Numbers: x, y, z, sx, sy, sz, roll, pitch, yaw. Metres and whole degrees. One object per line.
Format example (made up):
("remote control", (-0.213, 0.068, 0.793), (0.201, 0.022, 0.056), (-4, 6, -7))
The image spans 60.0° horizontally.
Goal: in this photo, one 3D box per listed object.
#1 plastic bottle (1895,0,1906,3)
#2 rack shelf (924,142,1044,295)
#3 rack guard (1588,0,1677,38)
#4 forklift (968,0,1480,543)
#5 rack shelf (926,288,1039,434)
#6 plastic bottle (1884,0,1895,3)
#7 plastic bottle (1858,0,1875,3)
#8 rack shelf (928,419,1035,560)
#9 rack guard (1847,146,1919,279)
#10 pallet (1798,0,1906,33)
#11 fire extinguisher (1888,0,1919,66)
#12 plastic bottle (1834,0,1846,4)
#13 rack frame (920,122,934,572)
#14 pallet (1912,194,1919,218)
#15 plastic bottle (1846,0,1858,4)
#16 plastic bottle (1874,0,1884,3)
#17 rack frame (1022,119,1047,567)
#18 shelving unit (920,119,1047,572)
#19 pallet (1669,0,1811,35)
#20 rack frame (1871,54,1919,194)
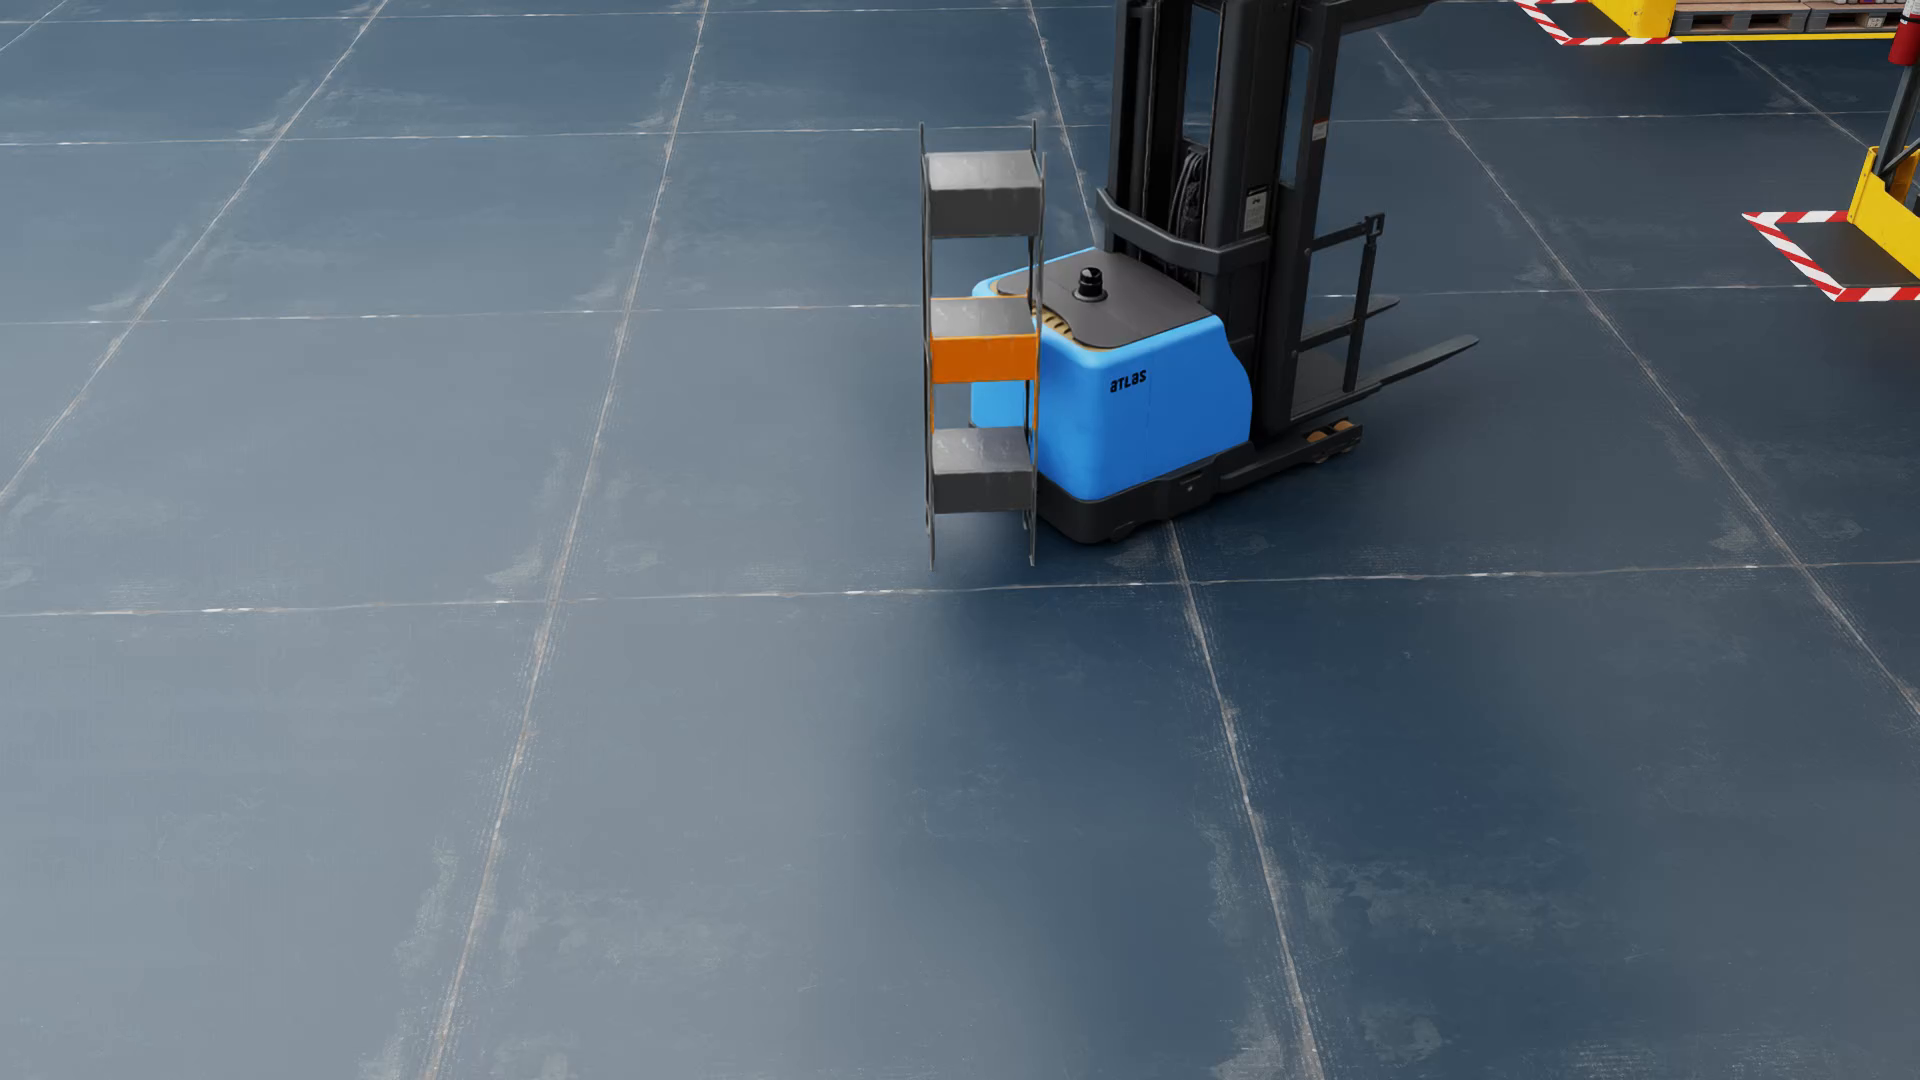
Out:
("plastic bottle", (8.352, -4.871, 14.725), (0.097, 0.201, 0.097), (0, 35, 0))
("rack shelf", (0.094, -1.398, 7.218), (0.480, 0.518, 0.431), (-3, 35, -4))
("rack guard", (6.059, -4.955, 14.971), (0.348, 0.500, 1.175), (-2, 35, -2))
("forklift", (1.546, -1.839, 8.332), (3.031, 2.935, 1.130), (-21, 40, -28))
("rack shelf", (0.094, -0.822, 7.617), (0.480, 0.518, 0.431), (-3, 35, -4))
("plastic bottle", (8.253, -4.897, 14.701), (0.097, 0.271, 0.097), (0, 35, 0))
("plastic bottle", (8.038, -4.886, 14.674), (0.133, 0.283, 0.061), (-1, 35, -1))
("rack shelf", (0.094, -0.246, 8.015), (0.480, 0.518, 0.431), (-3, 35, -4))
("rack guard", (6.295, -2.113, 10.864), (0.348, 0.500, 1.175), (-2, 35, -2))
("pallet", (8.086, -4.887, 15.126), (1.213, 0.211, 1.003), (-2, 35, -2))
("fire extinguisher", (6.083, -3.366, 10.546), (0.183, 0.674, 0.296), (-2, 35, -2))
("plastic bottle", (7.811, -4.885, 14.684), (0.097, 0.271, 0.097), (0, 35, 0))
("rack frame", (-0.150, -0.822, 7.593), (0.015, 2.100, 0.400), (-3, 35, -4))
("pallet", (7.109, -1.996, 10.949), (1.213, 0.211, 1.003), (-2, 35, -2))
("plastic bottle", (7.914, -4.859, 14.708), (0.097, 0.201, 0.097), (0, 35, 0))
("plastic bottle", (8.153, -4.895, 14.697), (0.097, 0.271, 0.097), (0, 35, 0))
("rack frame", (0.337, -0.844, 7.624), (0.015, 2.100, 0.400), (-3, 35, -4))
("shelving unit", (0.094, -0.833, 7.609), (0.503, 2.100, 0.431), (-3, 35, -4))
("pallet", (6.870, -4.856, 15.081), (1.213, 0.211, 1.003), (-2, 35, -2))
("rack frame", (6.219, -3.139, 10.150), (0.127, 3.000, 1.000), (-2, 35, -2))
